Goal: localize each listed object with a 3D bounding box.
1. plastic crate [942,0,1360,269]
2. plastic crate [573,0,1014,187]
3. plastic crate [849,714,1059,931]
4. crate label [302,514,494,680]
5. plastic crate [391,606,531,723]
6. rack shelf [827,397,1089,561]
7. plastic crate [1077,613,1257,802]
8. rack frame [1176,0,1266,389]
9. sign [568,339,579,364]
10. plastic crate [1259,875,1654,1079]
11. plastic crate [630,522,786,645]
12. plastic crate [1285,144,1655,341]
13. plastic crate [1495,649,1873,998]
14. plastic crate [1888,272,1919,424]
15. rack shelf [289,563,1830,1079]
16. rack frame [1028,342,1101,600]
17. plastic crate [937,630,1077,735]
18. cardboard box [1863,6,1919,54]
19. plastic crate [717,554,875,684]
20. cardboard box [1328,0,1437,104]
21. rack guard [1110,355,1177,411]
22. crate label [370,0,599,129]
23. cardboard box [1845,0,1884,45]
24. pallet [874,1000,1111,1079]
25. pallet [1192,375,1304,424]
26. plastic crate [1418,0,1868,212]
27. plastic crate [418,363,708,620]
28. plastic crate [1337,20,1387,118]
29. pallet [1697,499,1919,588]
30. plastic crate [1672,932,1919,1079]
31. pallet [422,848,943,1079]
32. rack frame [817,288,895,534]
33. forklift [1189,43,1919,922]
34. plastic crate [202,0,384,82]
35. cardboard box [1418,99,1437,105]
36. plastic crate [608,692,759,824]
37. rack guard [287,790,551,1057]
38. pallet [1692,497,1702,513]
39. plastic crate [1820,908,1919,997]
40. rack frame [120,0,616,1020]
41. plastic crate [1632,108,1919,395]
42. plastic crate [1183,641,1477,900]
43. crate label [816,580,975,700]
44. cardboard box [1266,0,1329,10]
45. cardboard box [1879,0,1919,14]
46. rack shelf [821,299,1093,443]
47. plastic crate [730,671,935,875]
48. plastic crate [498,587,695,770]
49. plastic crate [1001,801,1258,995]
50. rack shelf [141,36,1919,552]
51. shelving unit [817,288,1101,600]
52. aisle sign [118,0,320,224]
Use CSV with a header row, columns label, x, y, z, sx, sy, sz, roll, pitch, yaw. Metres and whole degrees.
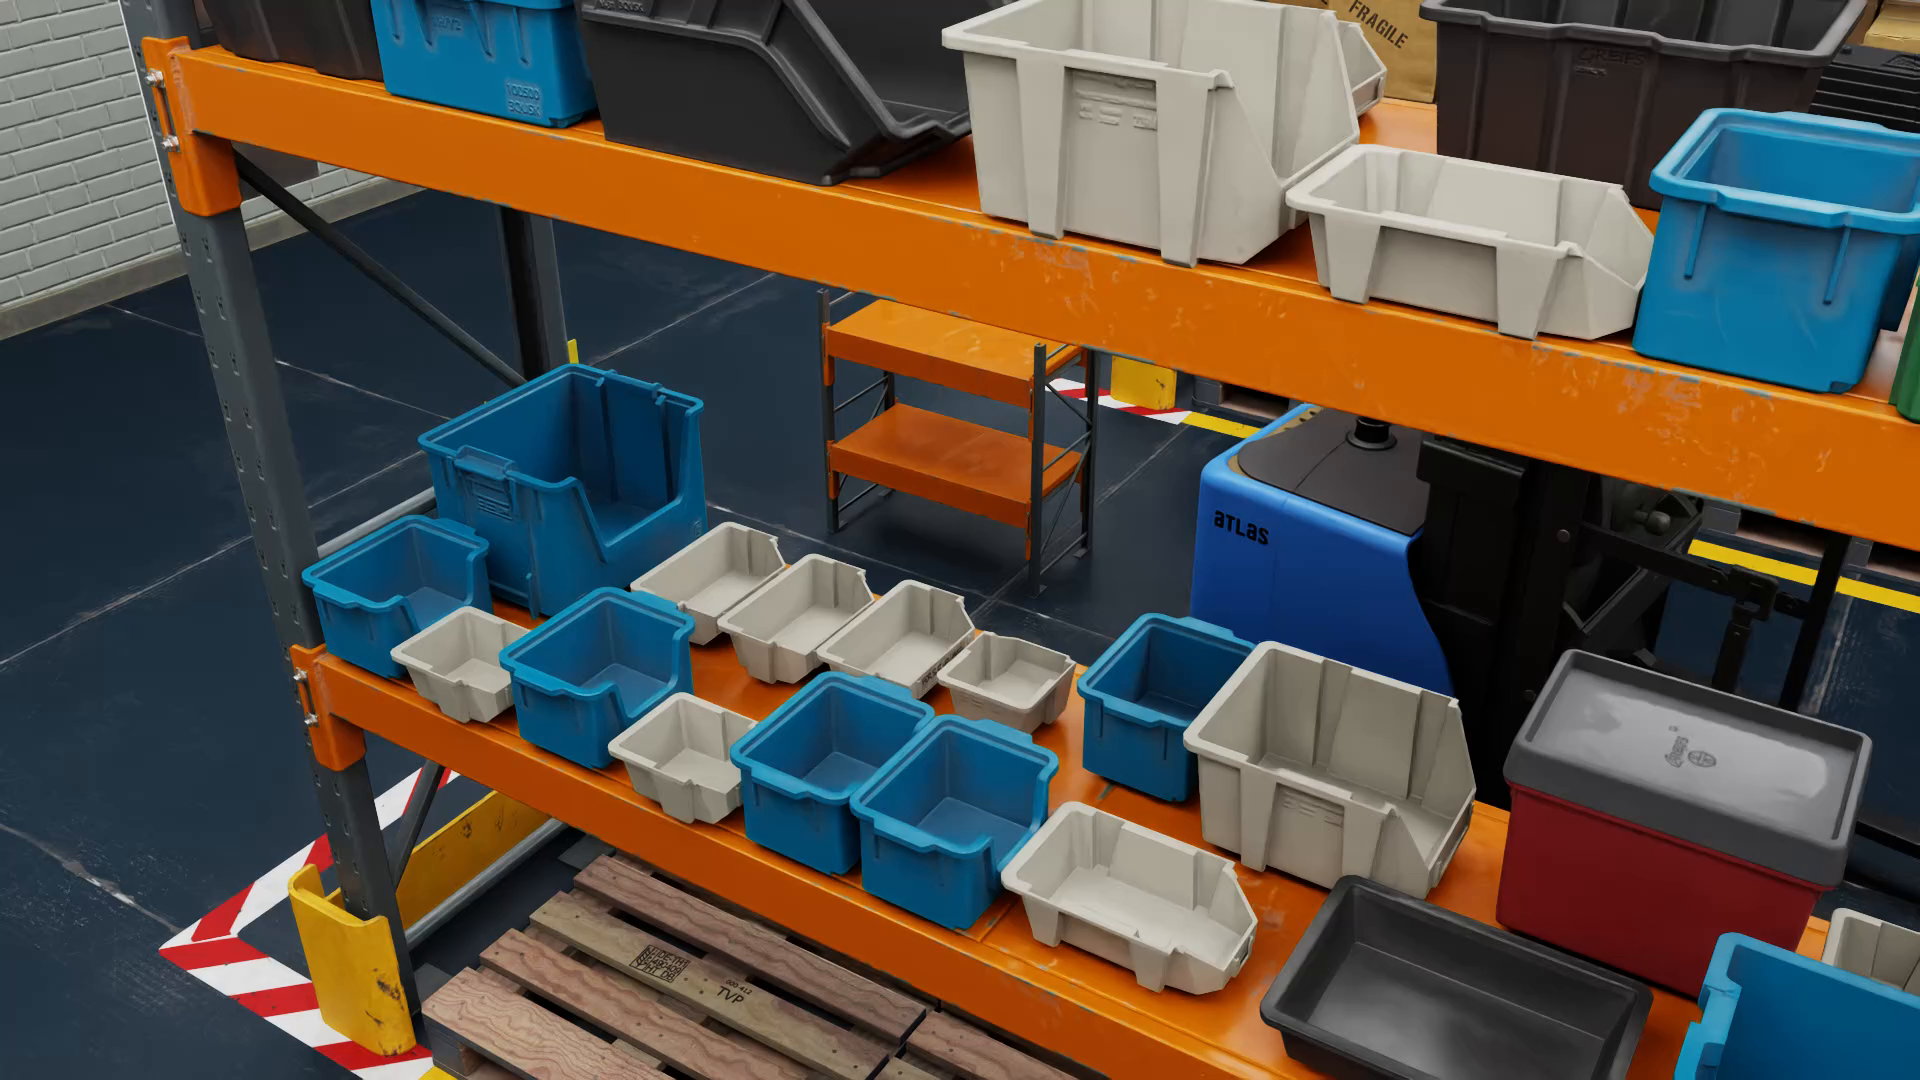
label,x,y,z,sx,sy,sz,roll,pitch,yaw
plastic crate,0.302,-0.626,2.487,0.530,0.282,0.437,18,35,27
plastic crate,-0.264,-0.849,2.813,0.767,0.338,0.504,18,35,27
plastic crate,-0.008,0.580,3.386,0.300,0.233,0.416,18,35,27
crate label,-1.377,0.146,4.129,0.303,0.233,0.416,18,35,27
plastic crate,-1.150,0.309,3.945,0.298,0.136,0.250,18,35,27
rack shelf,-0.006,-0.276,7.093,1.000,0.278,0.538,18,35,27
plastic crate,0.464,0.380,3.728,0.300,0.233,0.416,18,35,27
rack frame,1.222,-2.221,8.080,0.127,3.000,1.000,18,35,27
sign,-1.133,-0.416,4.825,0.005,0.325,0.100,18,35,27
plastic crate,0.886,0.873,2.991,0.590,0.125,0.437,18,35,27
plastic crate,-0.625,0.123,4.265,0.243,0.136,0.396,18,35,27
plastic crate,0.697,-0.395,2.235,0.466,0.136,0.293,18,35,27
plastic crate,1.353,0.565,3.182,0.583,0.464,0.402,18,35,27
plastic crate,1.457,-0.224,1.890,0.662,0.188,0.450,18,35,27
rack shelf,0.282,0.740,3.719,4.000,0.370,1.077,18,35,27
rack frame,0.425,-0.351,6.736,0.032,1.125,0.500,18,35,27
plastic crate,0.123,0.342,3.889,0.250,0.136,0.298,18,35,27
cardboard box,3.656,-1.682,6.265,0.500,0.500,0.500,18,35,28
plastic crate,-0.387,0.206,4.122,0.243,0.136,0.396,18,35,27
cardboard box,1.908,-2.230,7.206,0.500,0.500,0.500,17,34,26
rack guard,1.201,-1.147,8.720,0.348,0.500,1.175,18,35,27
crate label,-0.802,-0.953,3.078,0.502,0.251,0.408,18,35,27
cardboard box,3.484,-2.047,6.891,0.500,0.500,0.500,16,34,26
pallet,0.295,1.663,4.191,1.213,0.211,1.003,18,35,27
pallet,1.940,-0.835,8.472,1.213,0.211,1.003,18,35,27
plastic crate,1.070,-0.724,2.667,0.590,0.269,0.497,18,35,27
plastic crate,-1.029,-0.138,4.415,0.499,0.435,0.616,18,35,27
plastic crate,0.471,-0.841,2.999,0.530,0.136,0.437,18,35,27
pallet,4.007,-0.182,7.352,1.213,0.211,1.003,18,35,27
plastic crate,1.400,0.966,2.573,0.575,0.384,0.392,18,35,27
pallet,-0.734,1.335,4.752,1.213,0.211,1.003,18,35,27
rack frame,-0.436,-0.624,7.203,0.032,1.125,0.500,18,35,27
forklift,2.232,-0.280,4.821,3.031,2.935,1.130,24,38,35
plastic crate,-1.234,-1.124,3.352,0.590,0.269,0.497,18,35,27
cardboard box,1.928,-1.904,7.391,0.500,0.250,0.500,17,34,27
plastic crate,-0.575,0.491,3.634,0.298,0.136,0.250,18,35,27
rack guard,-1.439,0.972,5.088,0.348,0.500,1.175,18,35,27
pallet,2.970,-0.508,7.911,1.213,0.211,1.003,18,35,27
plastic crate,1.658,0.867,2.989,0.243,0.136,0.396,18,35,27
rack frame,-1.412,-0.107,4.456,0.127,3.000,1.000,18,35,27
plastic crate,1.036,-0.366,2.090,0.300,0.233,0.416,18,35,27
plastic crate,0.781,0.502,3.470,0.530,0.282,0.437,18,35,27
crate label,-0.138,0.271,4.012,0.243,0.136,0.396,18,35,27
cardboard box,1.774,-2.590,7.822,0.500,0.500,0.500,18,35,28
cardboard box,3.927,-1.909,6.655,0.500,0.500,0.500,18,35,27
rack shelf,-0.006,-0.740,6.822,1.000,0.278,0.538,18,35,27
plastic crate,-0.262,0.499,3.524,0.300,0.233,0.416,18,35,27
plastic crate,-0.820,0.323,3.827,0.300,0.233,0.416,18,35,27
plastic crate,0.342,0.715,3.250,0.466,0.136,0.293,18,35,27
rack shelf,0.282,-0.556,2.963,4.000,0.370,1.077,18,35,27
shelving unit,-0.006,-0.488,6.970,1.048,1.125,0.538,18,35,27
aisle sign,-1.630,-1.122,3.617,0.004,0.787,0.394,18,35,27
